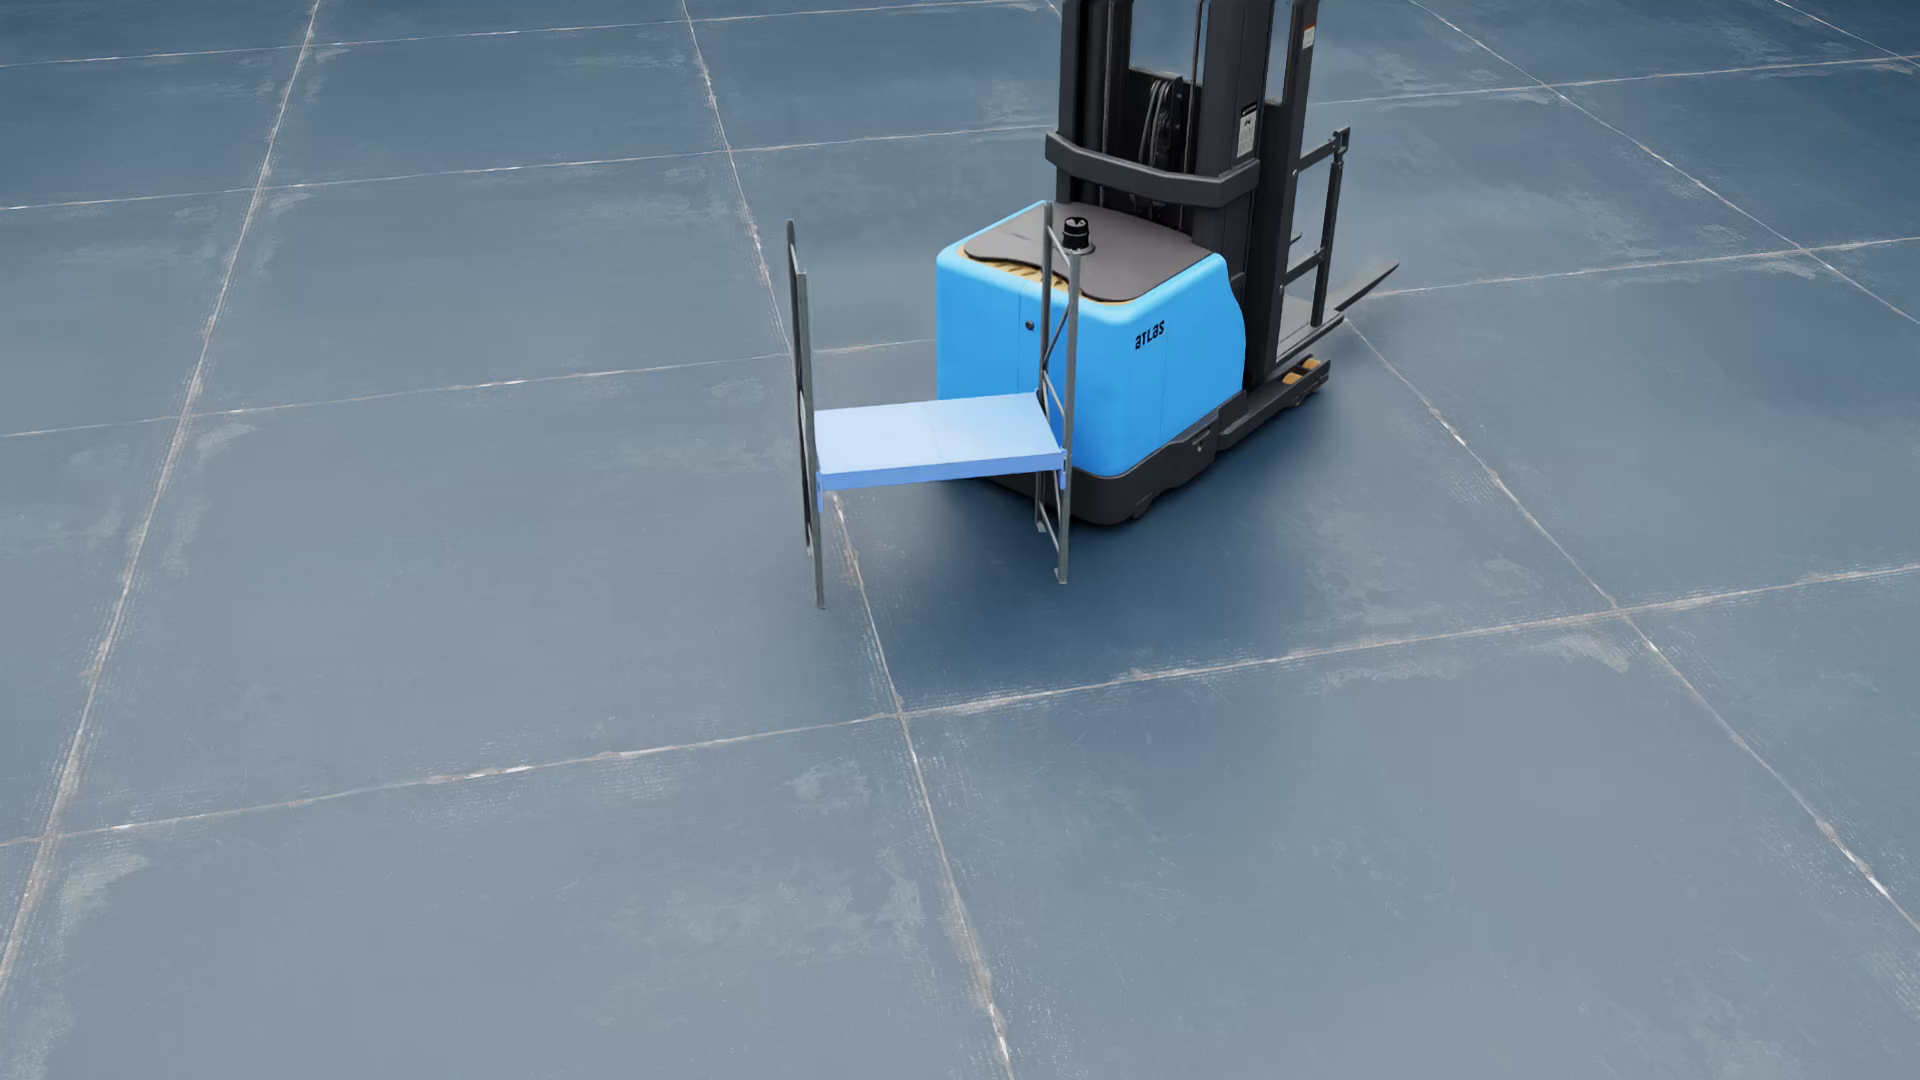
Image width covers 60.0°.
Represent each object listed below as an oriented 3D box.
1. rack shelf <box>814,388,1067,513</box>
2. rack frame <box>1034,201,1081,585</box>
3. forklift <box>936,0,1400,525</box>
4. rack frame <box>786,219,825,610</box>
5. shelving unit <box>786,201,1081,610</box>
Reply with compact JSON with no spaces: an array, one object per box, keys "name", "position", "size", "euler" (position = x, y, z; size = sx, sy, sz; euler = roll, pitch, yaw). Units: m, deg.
[{"name":"rack shelf","position":[-0.112,-0.374,6.784],"size":[1.000,0.185,0.538],"euler":[-6,34,-8]},{"name":"rack frame","position":[0.389,-0.572,6.757],"size":[0.032,1.500,0.500],"euler":[-6,34,-8]},{"name":"forklift","position":[1.202,-2.035,7.652],"size":[1.130,2.935,3.031],"euler":[25,41,32]},{"name":"rack frame","position":[-0.612,-0.474,6.610],"size":[0.032,1.500,0.500],"euler":[-6,34,-8]},{"name":"shelving unit","position":[-0.112,-0.523,6.684],"size":[1.048,1.500,0.538],"euler":[-6,34,-8]}]
